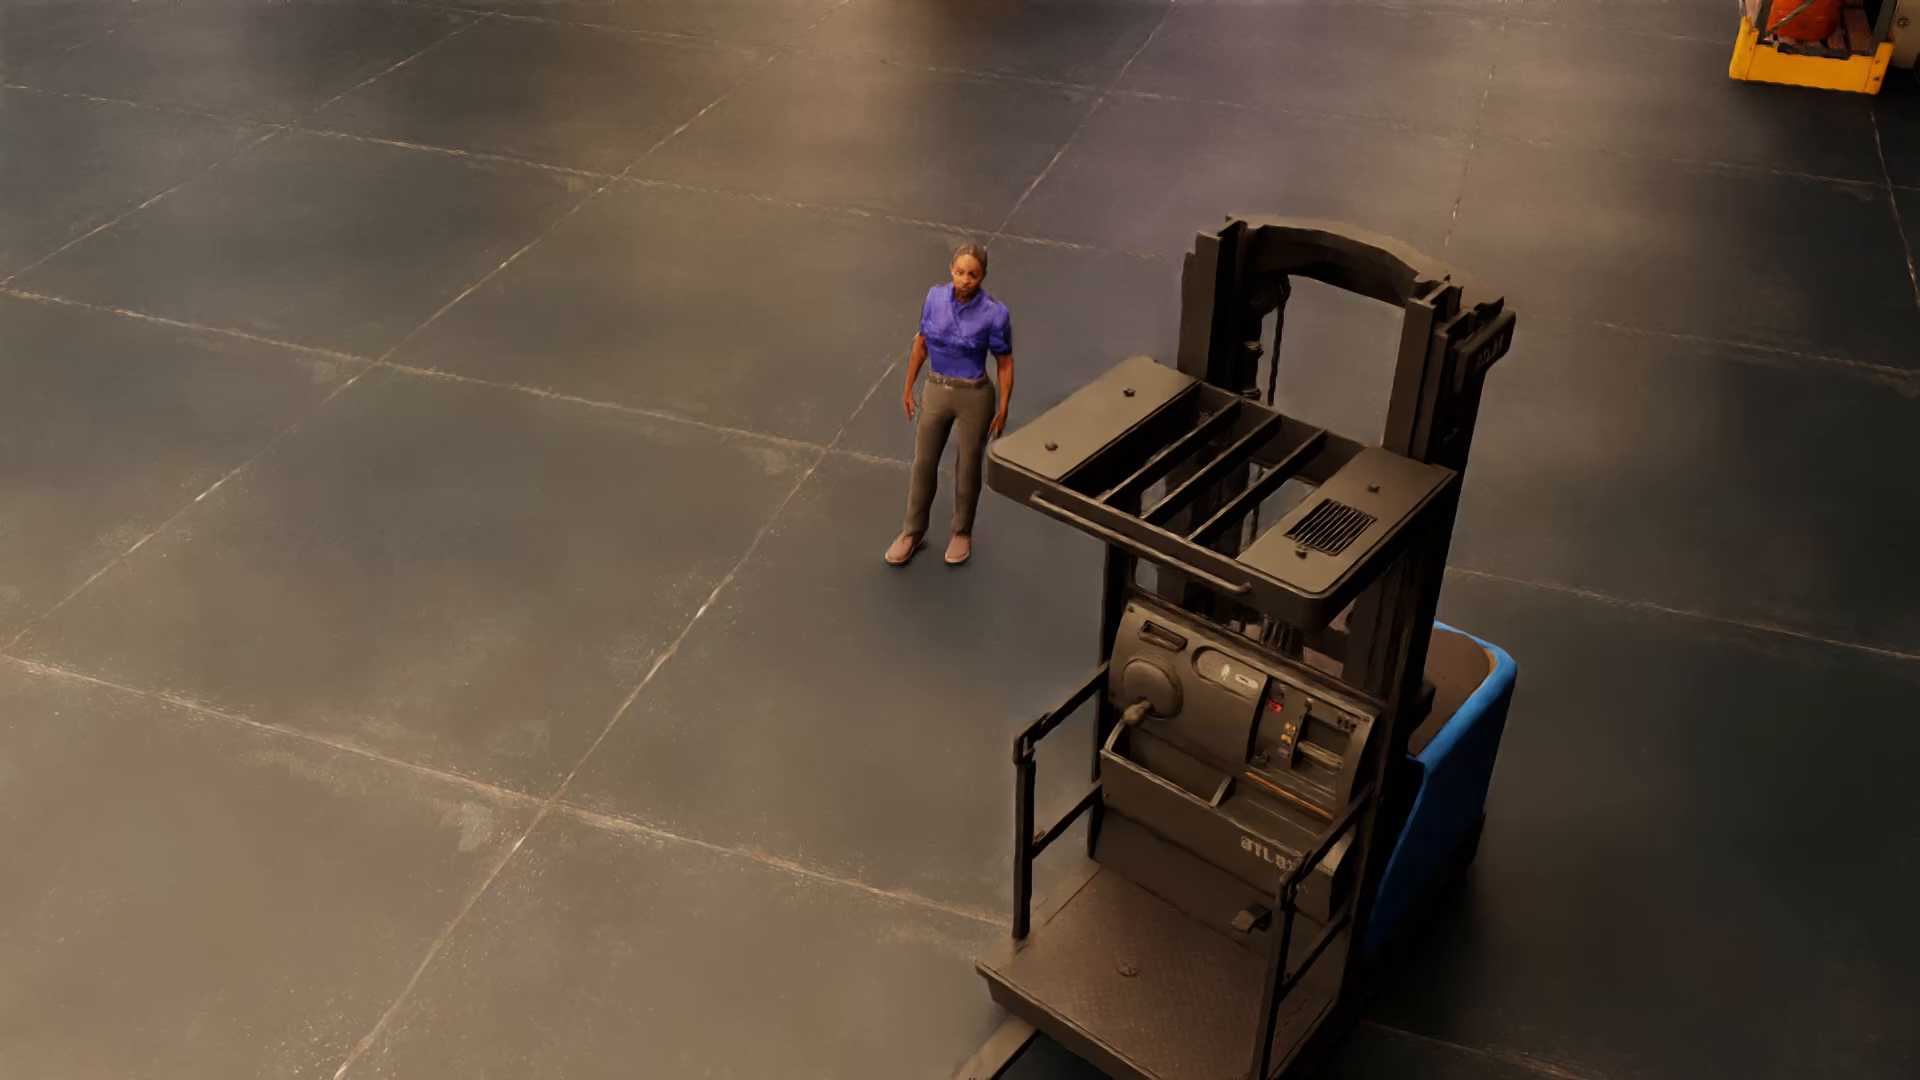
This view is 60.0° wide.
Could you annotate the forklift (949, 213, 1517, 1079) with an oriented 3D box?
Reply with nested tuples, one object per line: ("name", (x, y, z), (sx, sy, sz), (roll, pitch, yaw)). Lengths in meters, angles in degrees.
("forklift", (0.769, 0.587, 5.283), (1.130, 2.935, 3.031), (25, 43, 31))

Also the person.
("person", (-0.048, -0.637, 8.100), (0.570, 1.654, 0.503), (12, 37, 16))
